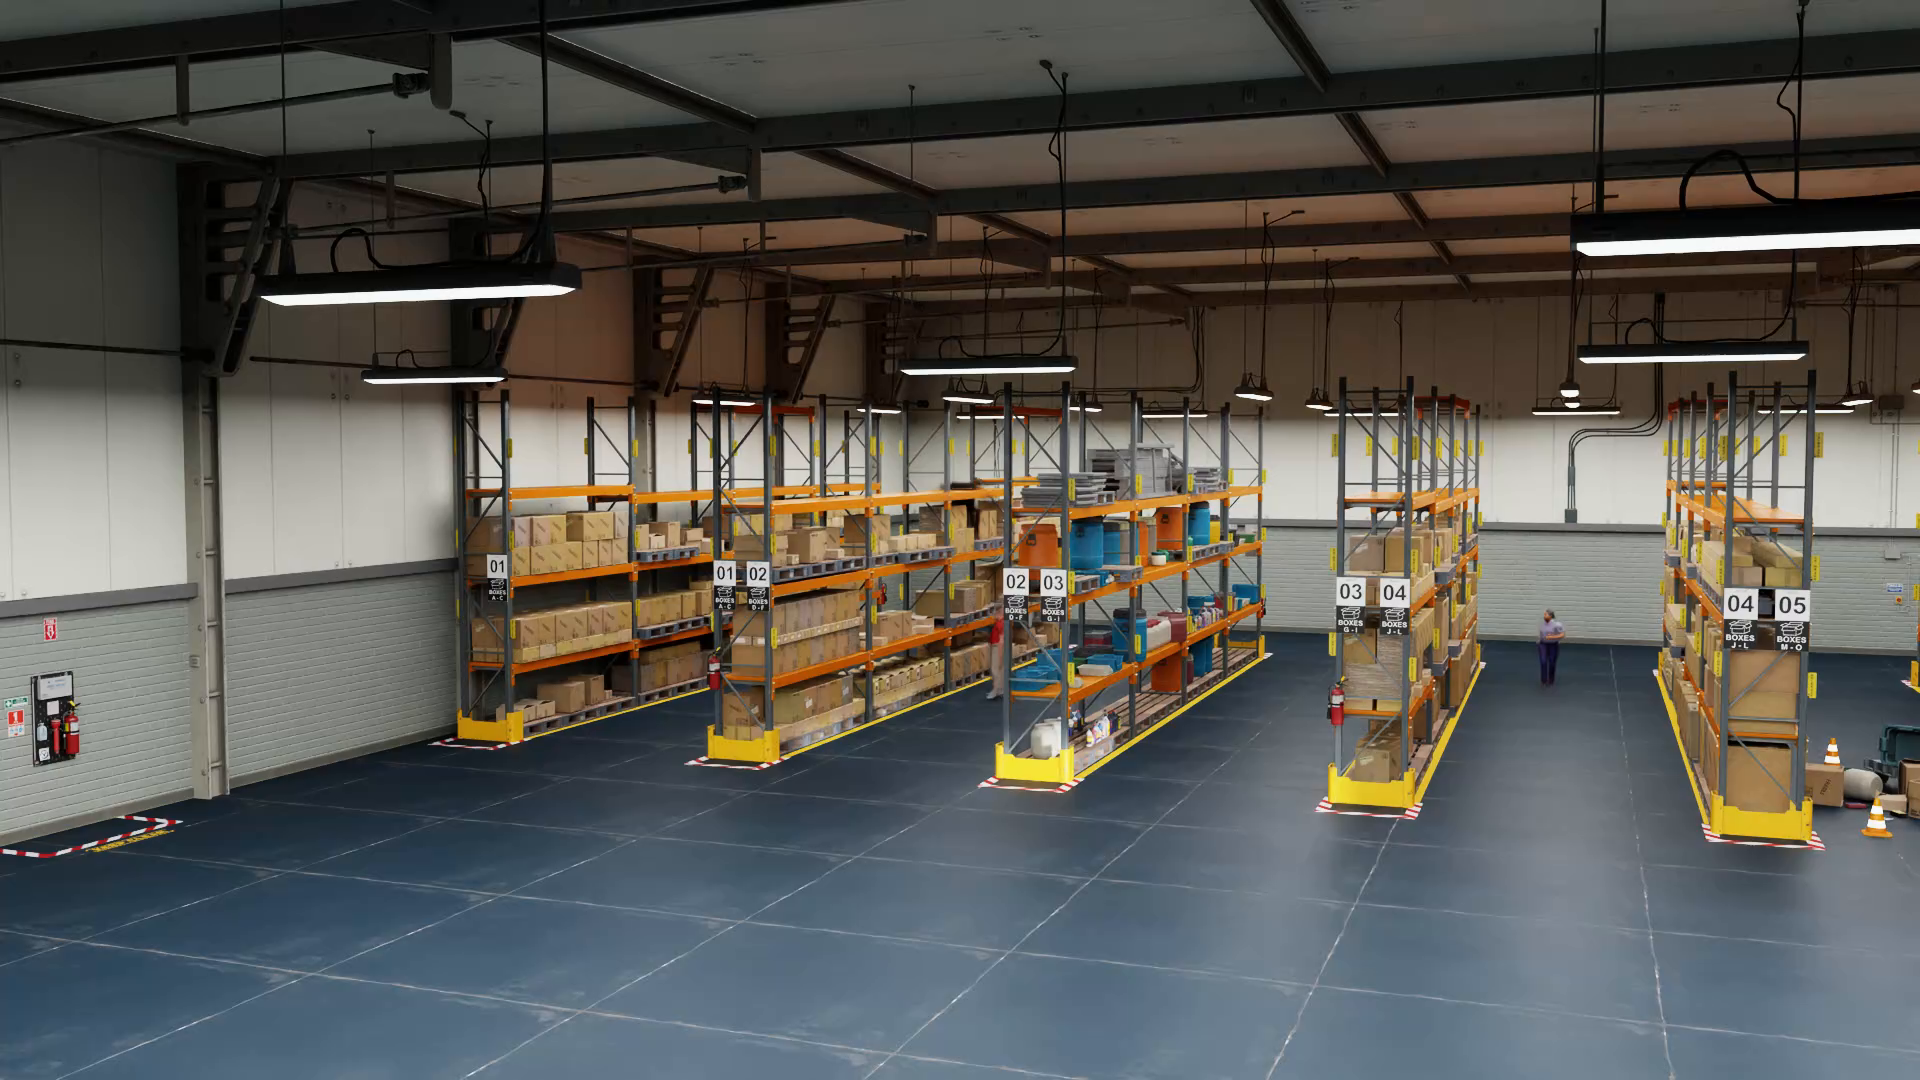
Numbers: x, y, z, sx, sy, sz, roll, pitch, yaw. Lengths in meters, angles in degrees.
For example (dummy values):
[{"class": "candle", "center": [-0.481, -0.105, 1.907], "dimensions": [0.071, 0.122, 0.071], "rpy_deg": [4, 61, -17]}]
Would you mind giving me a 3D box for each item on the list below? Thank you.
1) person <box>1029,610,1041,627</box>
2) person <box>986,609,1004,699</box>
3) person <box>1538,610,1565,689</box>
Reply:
[{"class": "person", "center": [2.027, 1.788, 43.541], "dimensions": [0.484, 1.633, 1.035], "rpy_deg": [2, 4, 35]}, {"class": "person", "center": [0.752, 2.272, 33.319], "dimensions": [0.389, 1.768, 0.654], "rpy_deg": [0, 3, 8]}, {"class": "person", "center": [12.340, 2.259, 34.694], "dimensions": [0.524, 1.590, 1.028], "rpy_deg": [1, 3, 20]}]
